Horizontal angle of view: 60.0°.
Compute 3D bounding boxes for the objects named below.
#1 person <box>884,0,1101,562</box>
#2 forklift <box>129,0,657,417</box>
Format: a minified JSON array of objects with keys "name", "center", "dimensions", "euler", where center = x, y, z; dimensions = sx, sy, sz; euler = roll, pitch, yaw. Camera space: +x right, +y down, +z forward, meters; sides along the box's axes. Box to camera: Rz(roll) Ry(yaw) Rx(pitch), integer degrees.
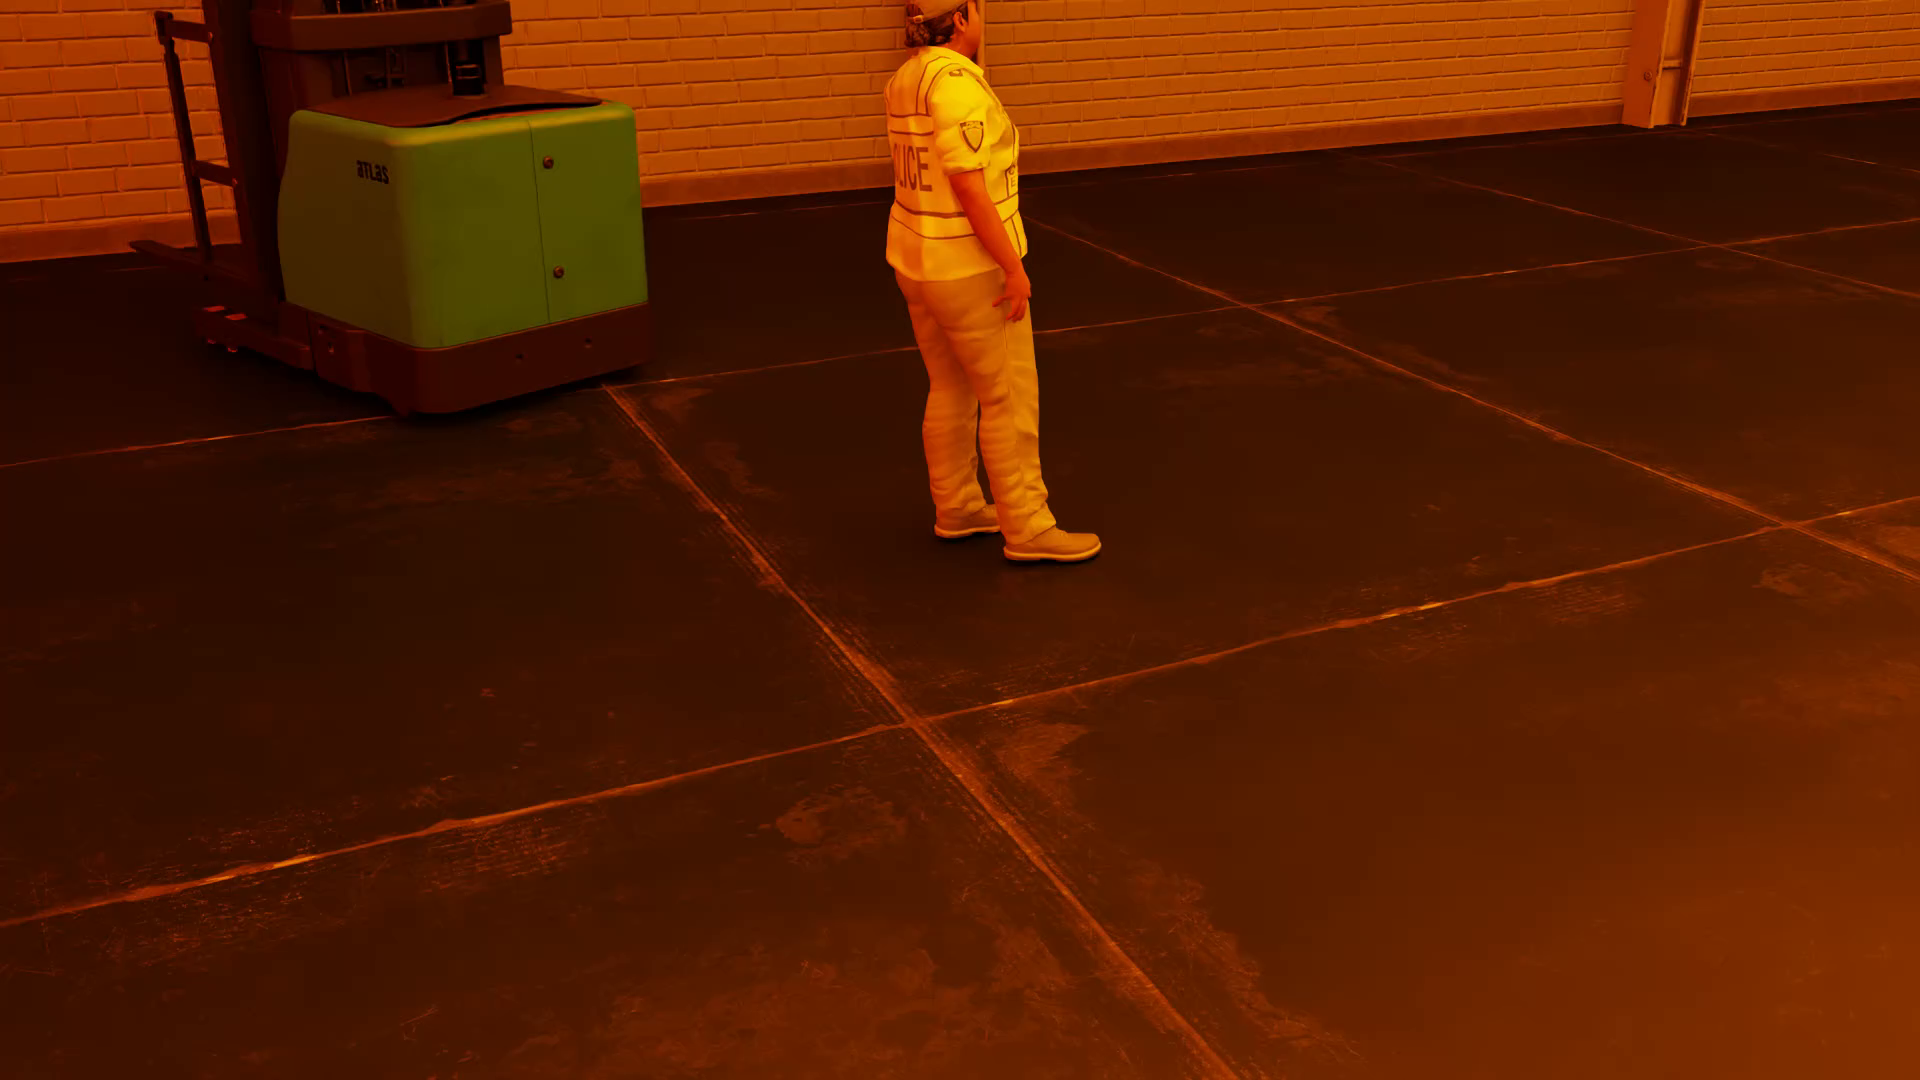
[{"name":"person","center":[0.079,-0.782,4.795],"dimensions":[0.529,1.670,0.598],"euler":[-10,25,-23]},{"name":"forklift","center":[-2.641,-2.269,6.747],"dimensions":[3.031,2.935,1.130],"euler":[20,30,39]}]
